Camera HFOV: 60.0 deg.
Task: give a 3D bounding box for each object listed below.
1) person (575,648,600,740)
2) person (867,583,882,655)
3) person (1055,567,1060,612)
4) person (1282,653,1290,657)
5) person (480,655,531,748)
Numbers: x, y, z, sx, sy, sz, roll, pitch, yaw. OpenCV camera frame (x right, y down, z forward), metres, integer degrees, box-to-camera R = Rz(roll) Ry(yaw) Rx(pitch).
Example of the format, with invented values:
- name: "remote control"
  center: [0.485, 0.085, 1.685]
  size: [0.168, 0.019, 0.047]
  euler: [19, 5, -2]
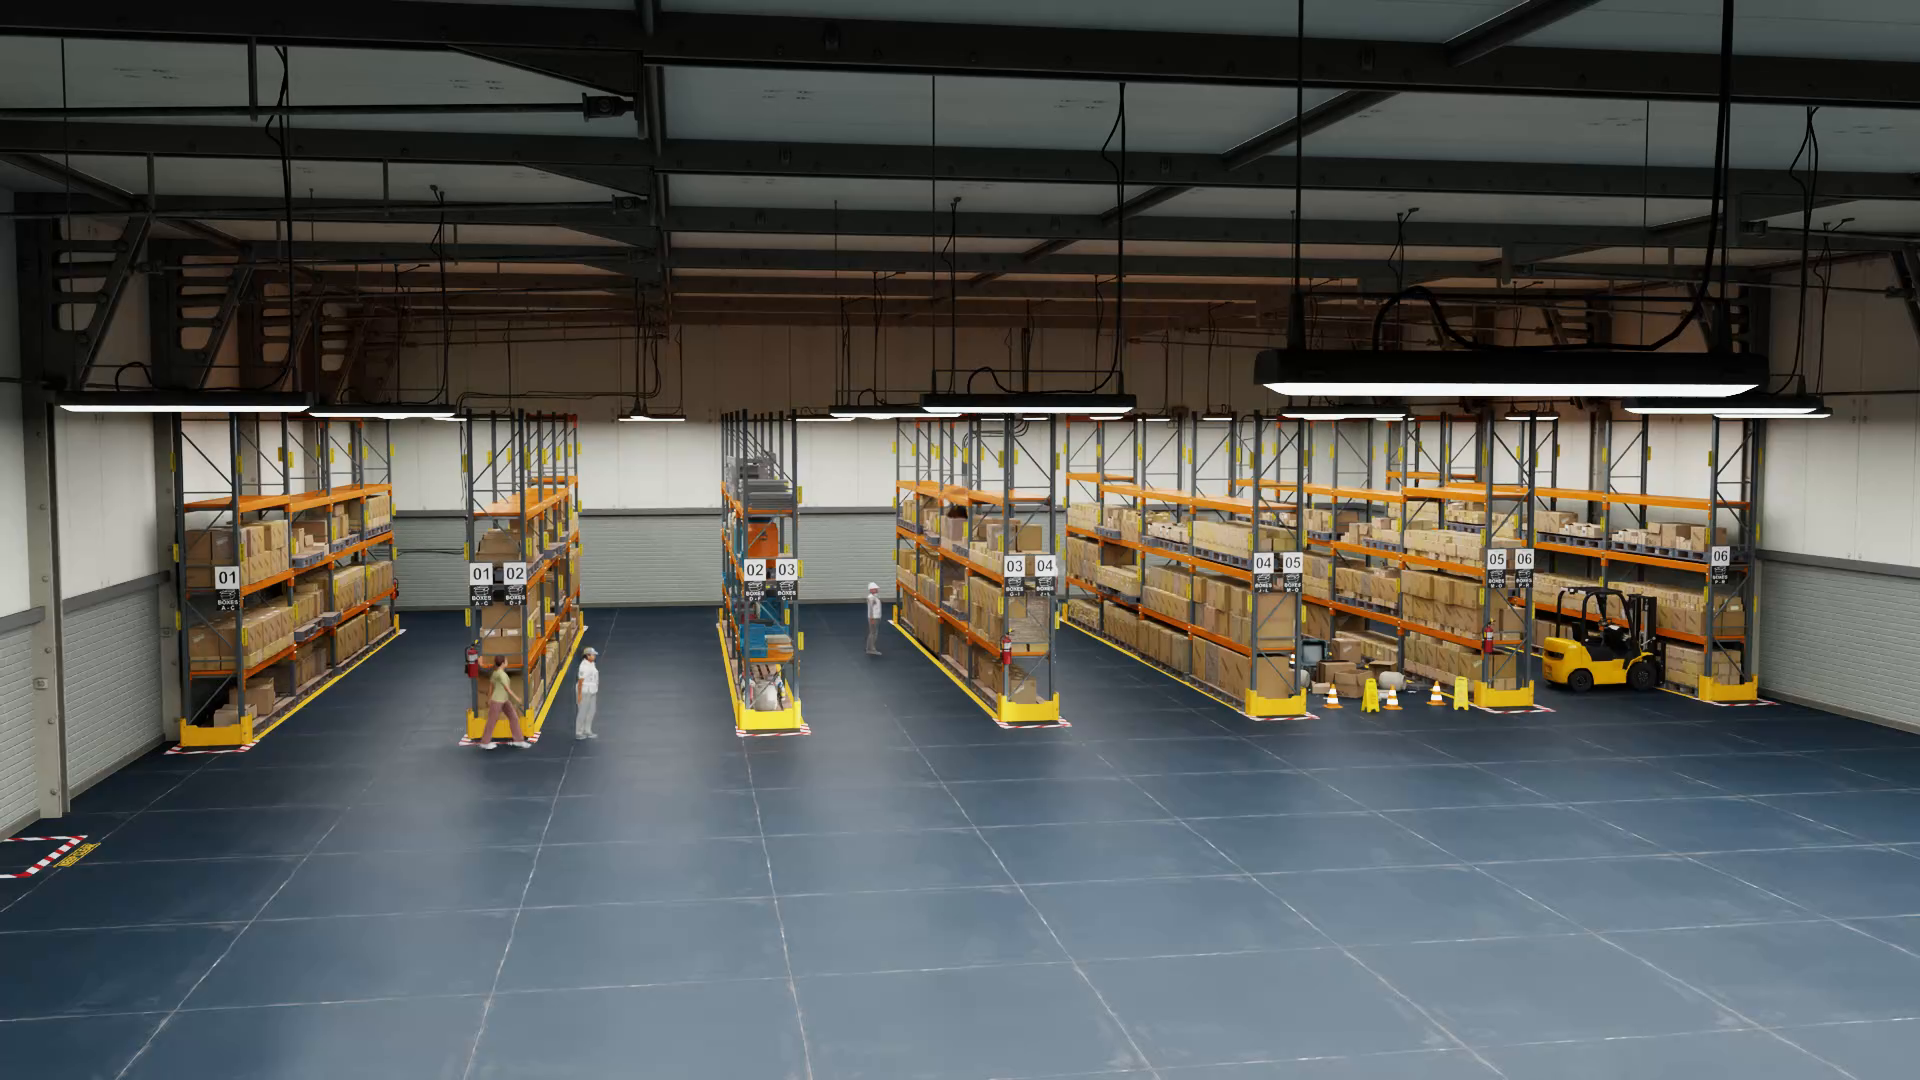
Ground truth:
- name: "person"
  center: [-6.786, 2.794, 30.281]
  size: [0.438, 1.674, 0.634]
  euler: [1, 4, 8]
- name: "person"
  center: [-2.137, 1.951, 41.411]
  size: [0.394, 1.787, 0.581]
  euler: [0, 4, 3]
- name: "person"
  center: [2.662, 1.366, 49.677]
  size: [0.586, 1.749, 0.704]
  euler: [4, 5, 41]
- name: "person"
  center: [7.653, 2.079, 40.110]
  size: [0.560, 1.768, 0.587]
  euler: [3, 5, 40]
- name: "person"
  center: [-8.011, 2.841, 29.212]
  size: [0.847, 1.653, 0.407]
  euler: [0, 4, 6]
